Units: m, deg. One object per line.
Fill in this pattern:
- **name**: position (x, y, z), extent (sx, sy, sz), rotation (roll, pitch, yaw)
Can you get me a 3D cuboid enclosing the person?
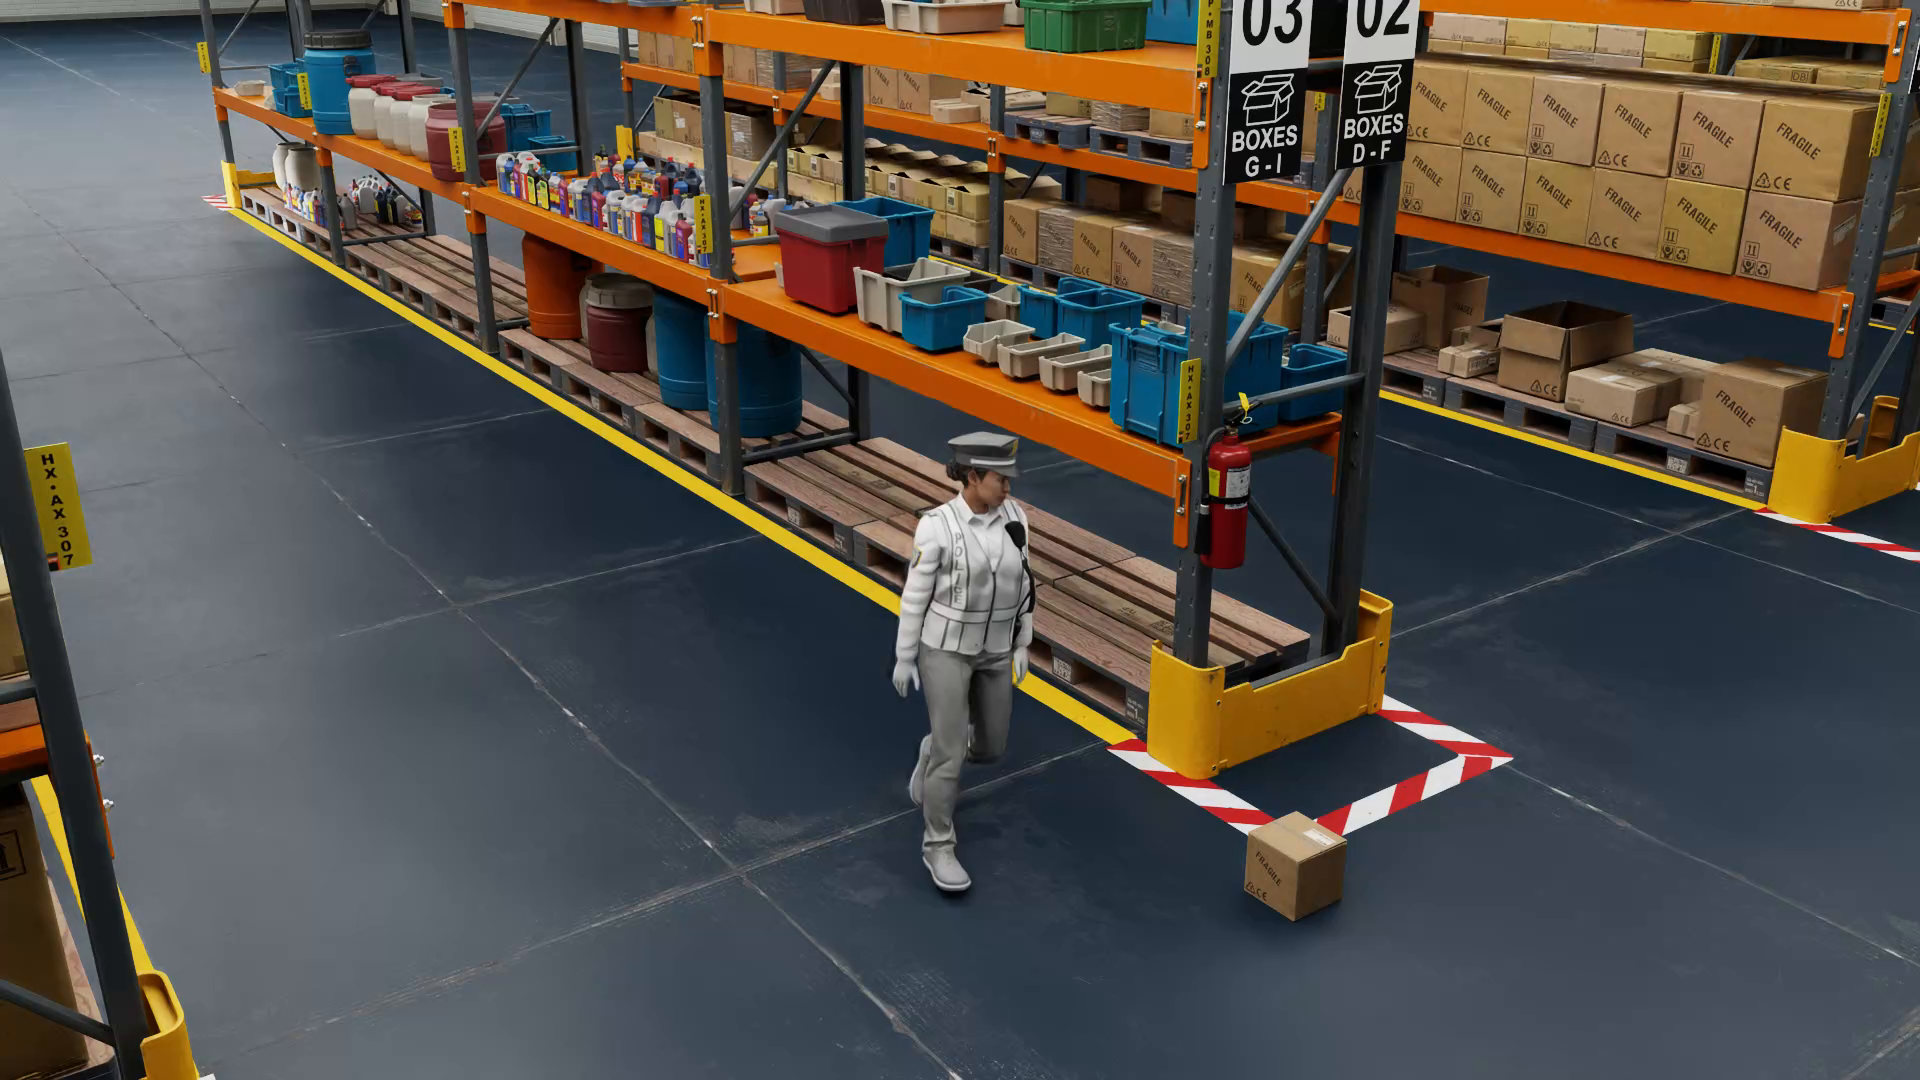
- **person**: position (0.016, 0.391, 6.072), extent (0.535, 1.629, 0.651), rotation (-12, 24, -27)
